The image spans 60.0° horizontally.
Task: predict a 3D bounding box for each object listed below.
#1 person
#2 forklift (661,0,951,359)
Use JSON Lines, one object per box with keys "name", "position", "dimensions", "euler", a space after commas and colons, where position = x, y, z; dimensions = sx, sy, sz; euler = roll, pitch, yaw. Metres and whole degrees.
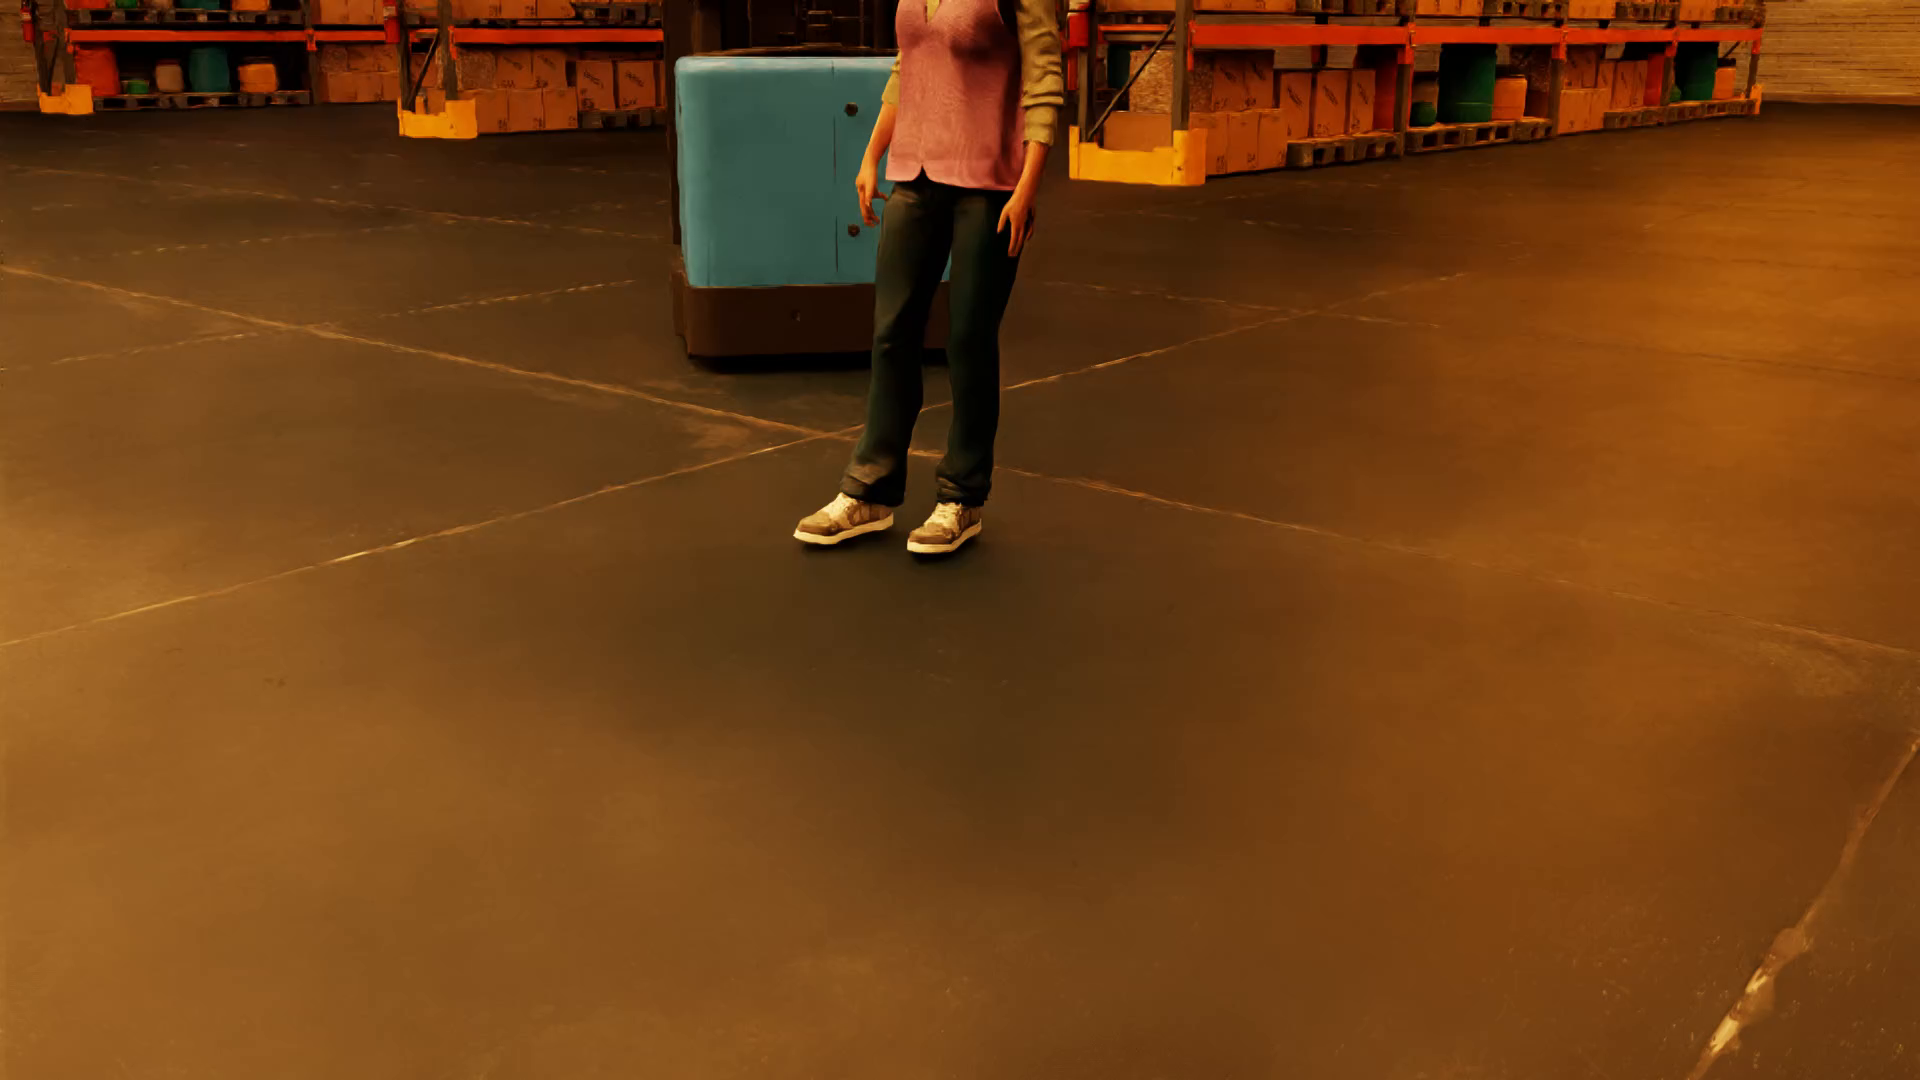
{"name": "person", "position": [-0.058, -0.757, 3.661], "dimensions": [0.520, 1.597, 0.474], "euler": [13, 21, 37]}
{"name": "forklift", "position": [-0.706, -2.431, 6.903], "dimensions": [1.130, 2.935, 3.031], "euler": [-3, 17, -10]}
